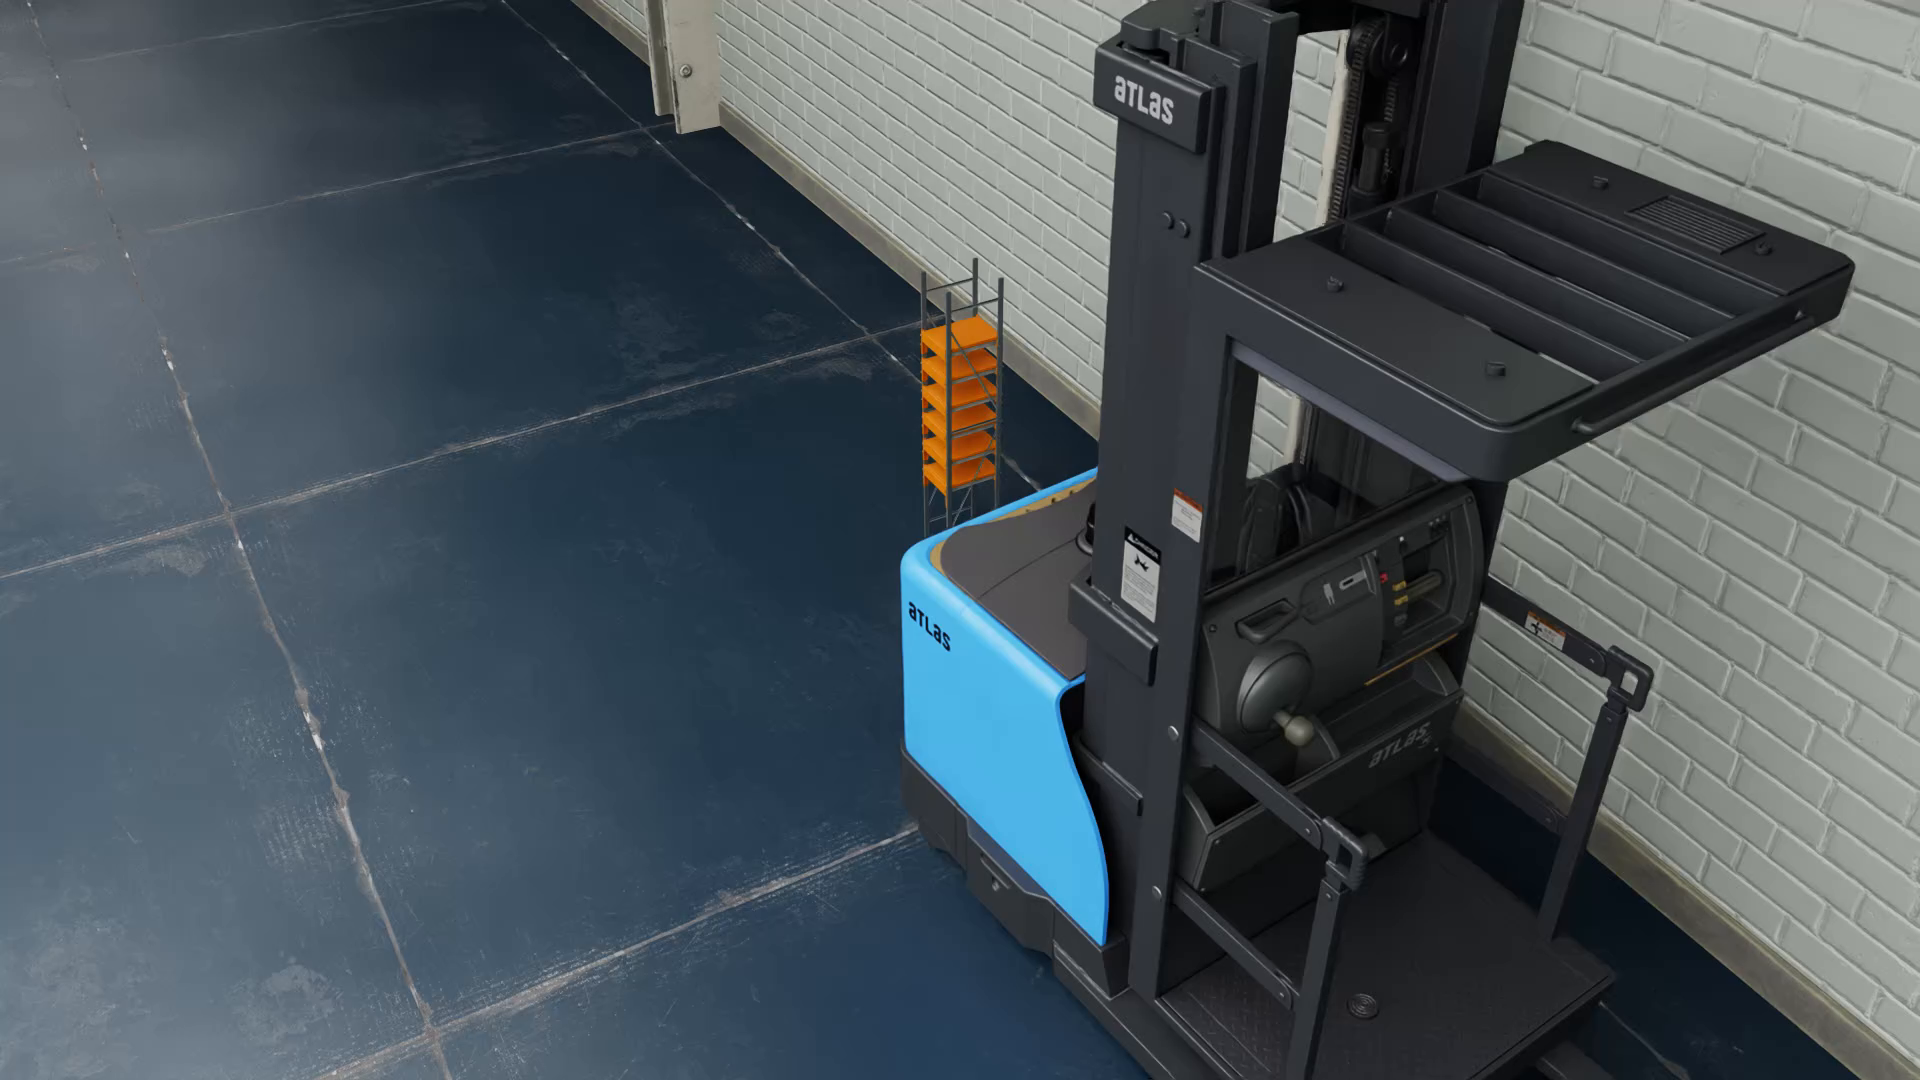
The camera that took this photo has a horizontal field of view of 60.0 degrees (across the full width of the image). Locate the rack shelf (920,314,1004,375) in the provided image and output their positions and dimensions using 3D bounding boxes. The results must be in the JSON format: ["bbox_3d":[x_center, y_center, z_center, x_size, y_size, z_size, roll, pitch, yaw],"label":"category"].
[{"bbox_3d":[0.007,-0.732,6.200,0.258,0.103,0.180,-19,40,-24],"label":"rack shelf"}]

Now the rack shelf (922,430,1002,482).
[{"bbox_3d":[0.007,-0.344,6.483,0.258,0.103,0.180,-19,40,-24],"label":"rack shelf"}]

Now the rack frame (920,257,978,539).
[{"bbox_3d":[-0.039,-0.524,6.450,0.240,1.200,0.006,-19,40,-24],"label":"rack frame"}]

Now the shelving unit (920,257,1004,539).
[{"bbox_3d":[-7.825,-5.445,12.679,5.752,1.800,21.905,-19,40,-24],"label":"shelving unit"}]
